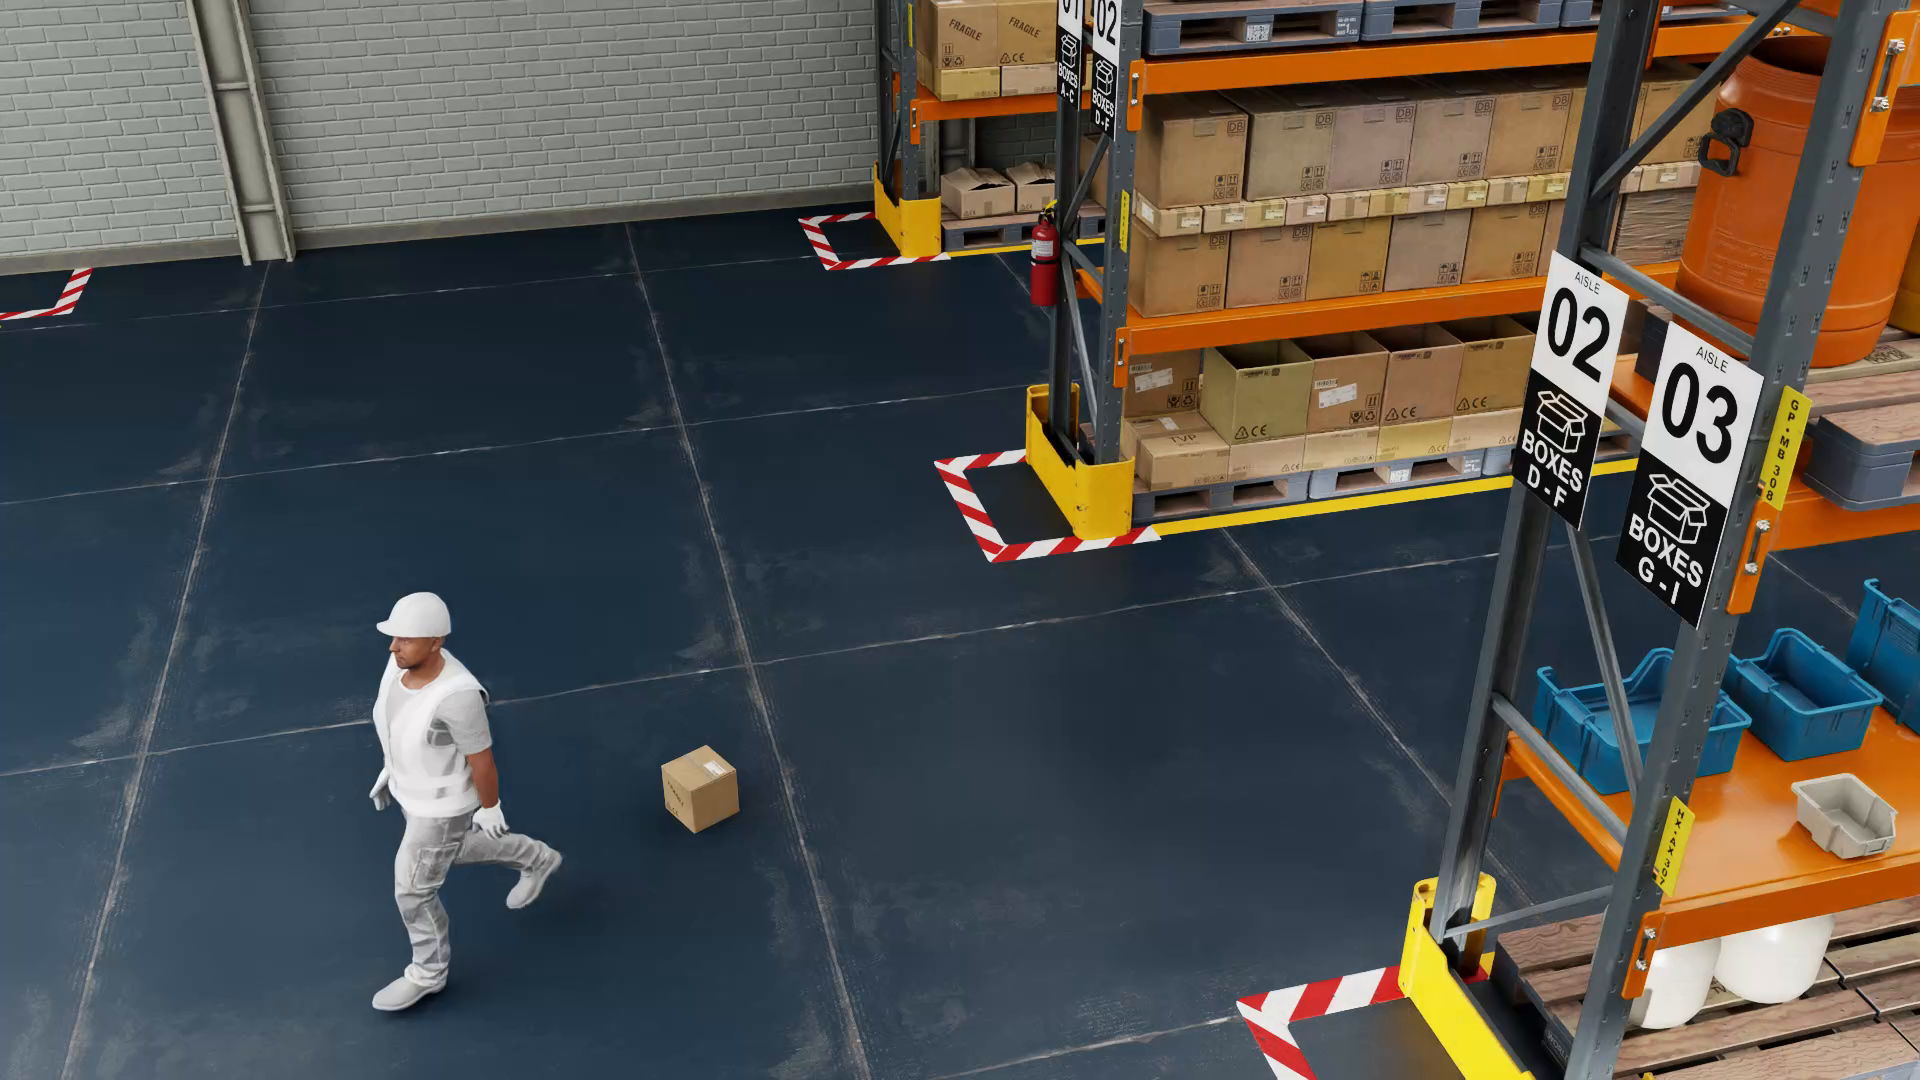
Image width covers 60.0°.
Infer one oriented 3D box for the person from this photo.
[{"bbox_3d":[-2.030,0.969,6.533,0.930,1.750,0.540,-21,36,-32],"label":"person"}]
